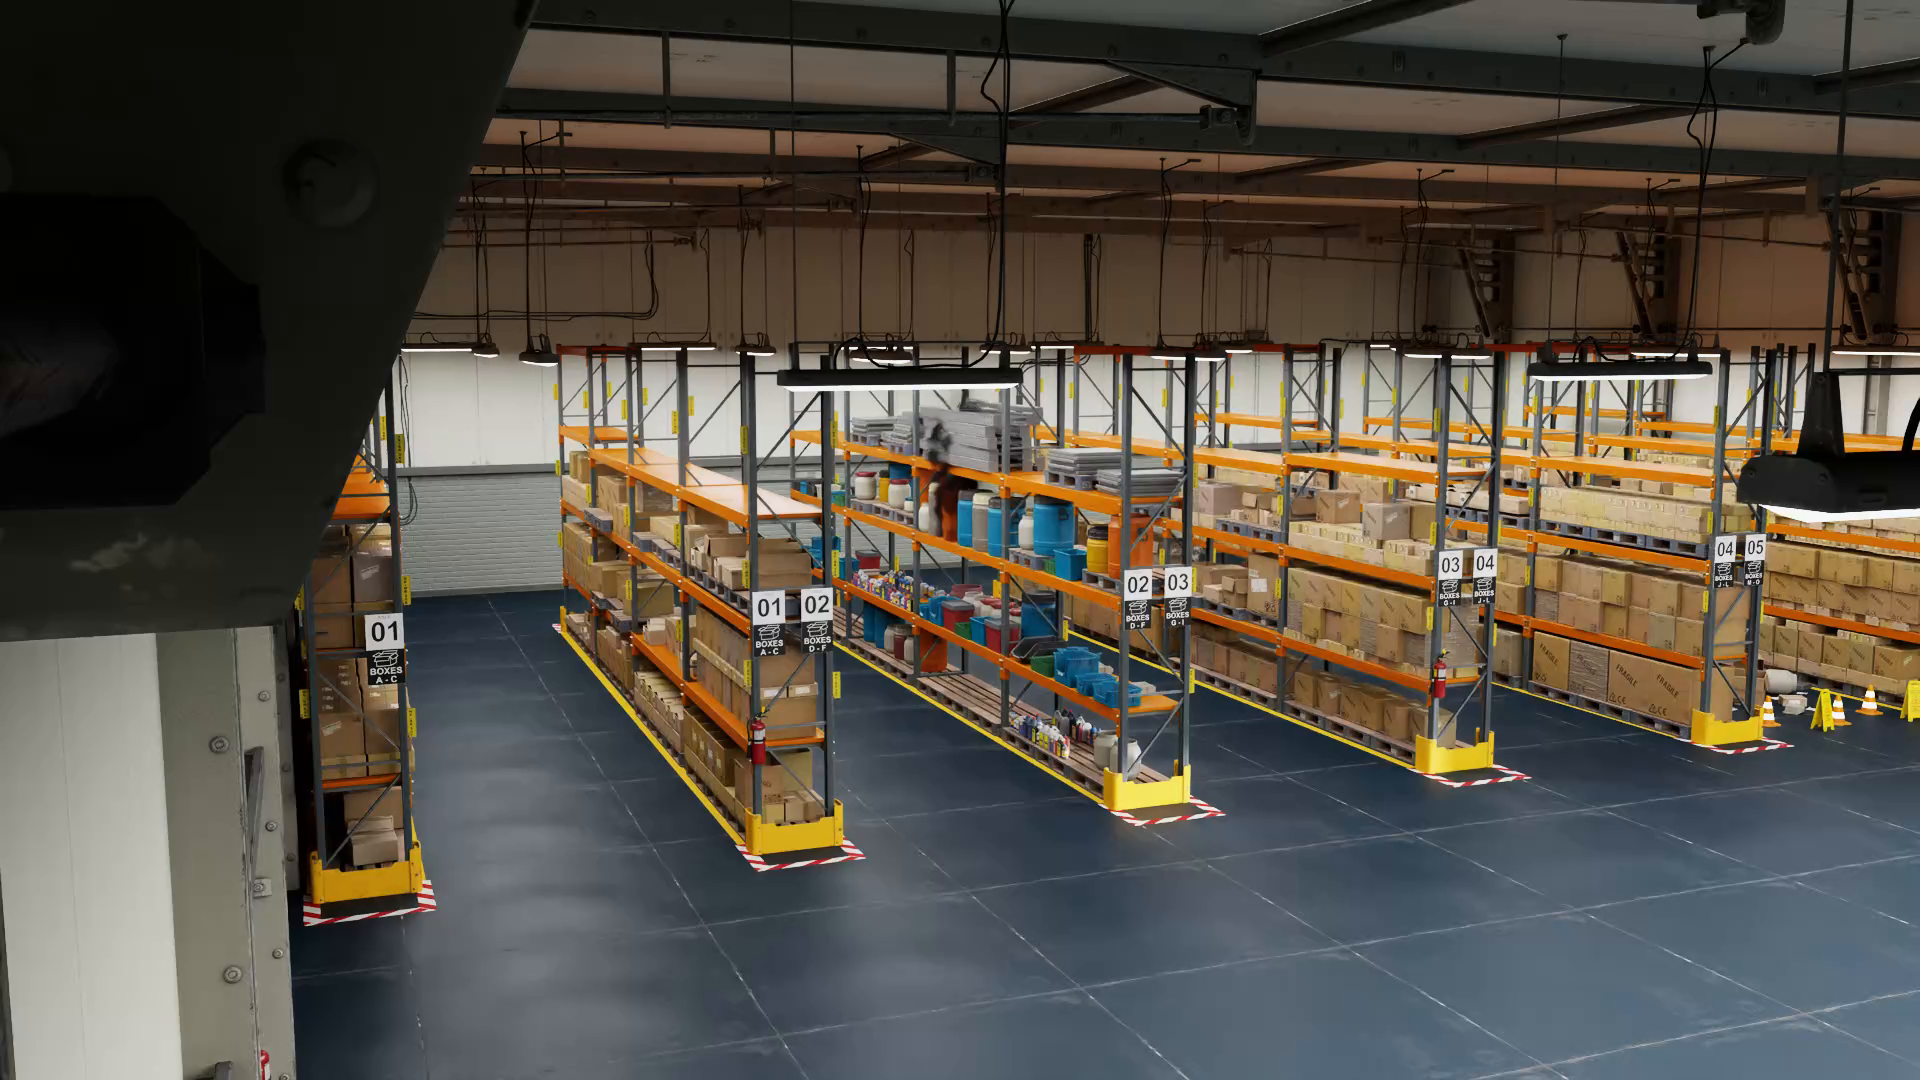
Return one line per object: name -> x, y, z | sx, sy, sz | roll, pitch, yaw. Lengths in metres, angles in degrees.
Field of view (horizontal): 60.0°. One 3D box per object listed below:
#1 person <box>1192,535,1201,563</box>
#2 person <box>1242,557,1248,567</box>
person -> 5.231, 0.716, 37.642 | 0.580, 1.704, 0.852 | -2, 7, -13
person -> 7.438, 0.067, 42.307 | 0.980, 1.814, 0.673 | -3, 8, -20
